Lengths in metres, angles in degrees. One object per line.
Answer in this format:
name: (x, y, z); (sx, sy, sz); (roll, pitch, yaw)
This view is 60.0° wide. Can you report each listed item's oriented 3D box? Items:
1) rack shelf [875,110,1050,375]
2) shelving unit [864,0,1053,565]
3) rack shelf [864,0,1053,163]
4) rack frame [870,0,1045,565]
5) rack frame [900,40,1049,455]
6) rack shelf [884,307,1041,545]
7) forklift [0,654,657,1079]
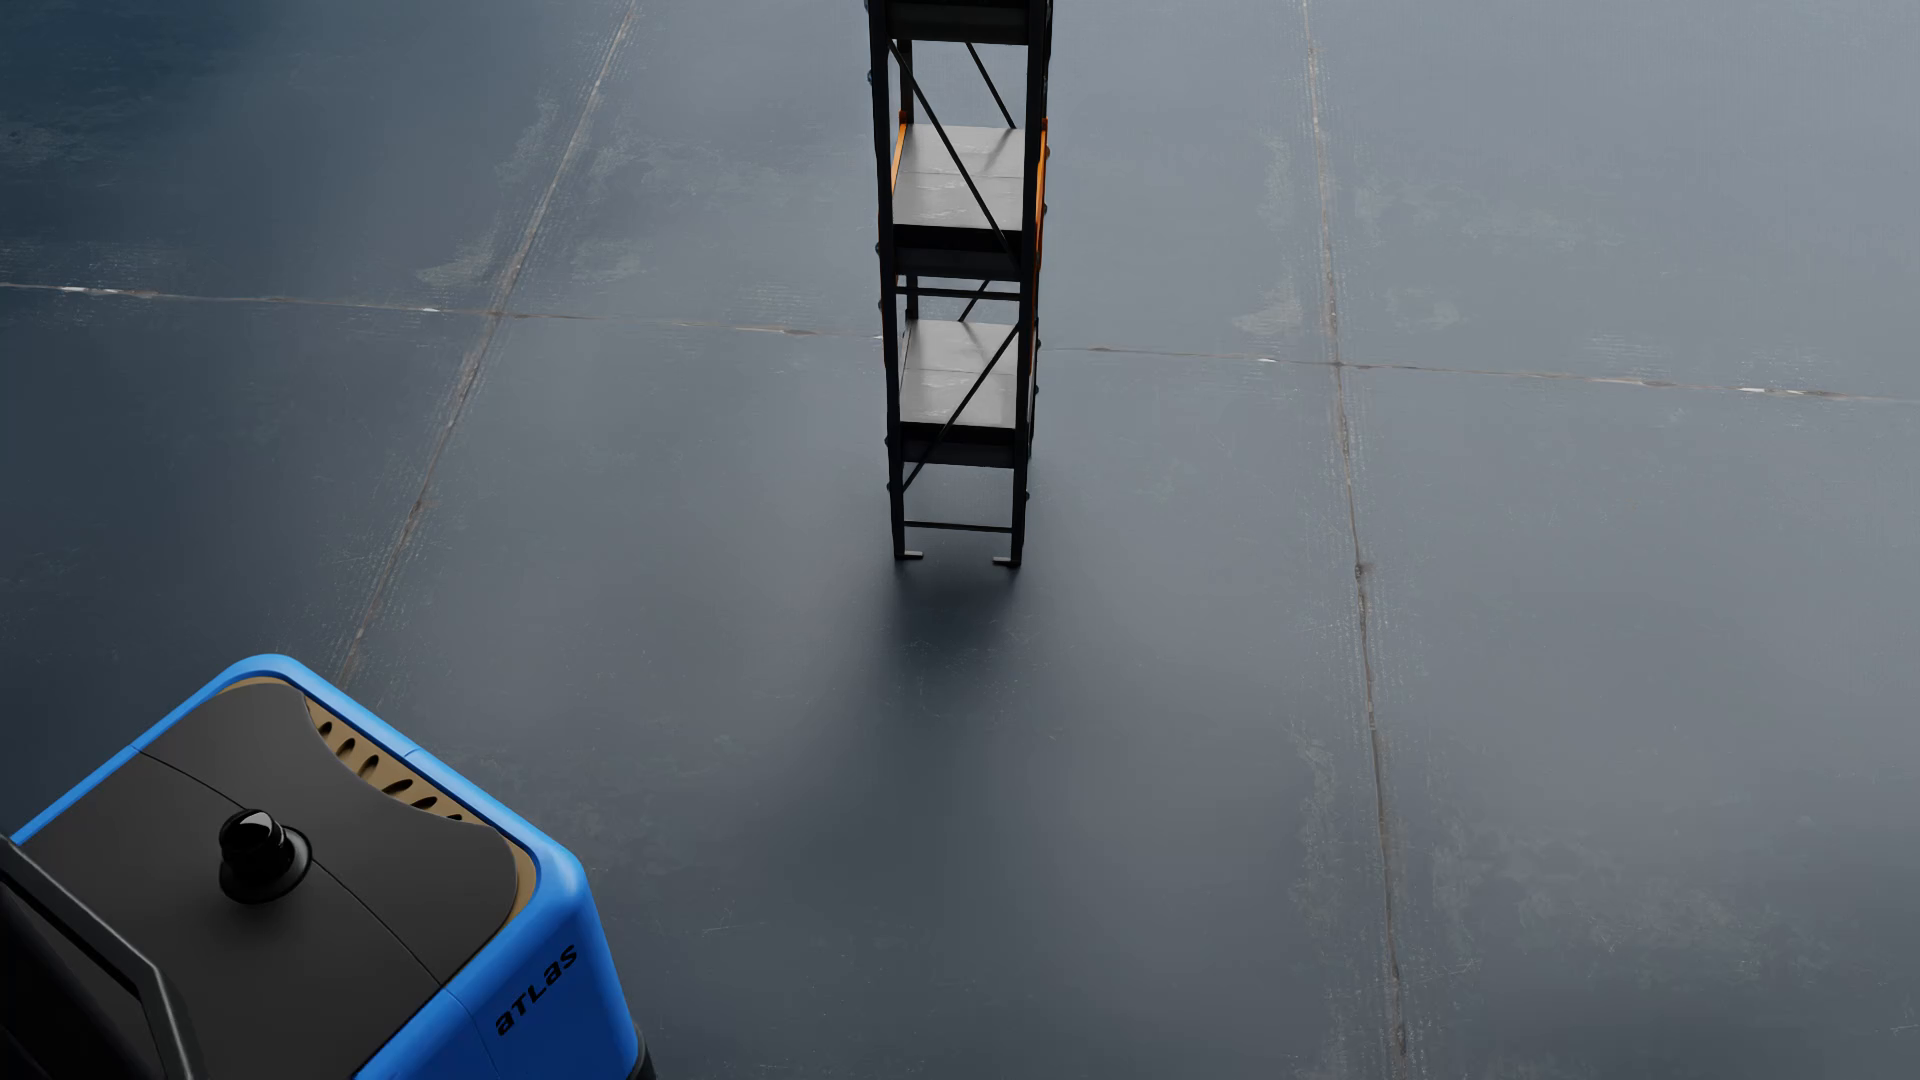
rack shelf: (0.015, -0.821, 4.597); (0.431, 0.518, 0.480); (4, 48, 4)
shelving unit: (0.015, -0.830, 4.586); (0.431, 2.100, 0.503); (4, 48, 4)
rack shelf: (0.015, -1.294, 4.080); (0.431, 0.518, 0.480); (4, 48, 4)
rack frame: (-0.007, -0.651, 4.422); (0.400, 2.100, 0.015); (4, 48, 4)
rack frame: (0.037, -1.010, 4.750); (0.400, 2.100, 0.015); (4, 48, 4)
rack shelf: (0.015, -0.349, 5.113); (0.431, 0.518, 0.480); (4, 48, 4)
forklift: (-1.980, 1.048, 2.305); (1.130, 2.935, 3.031); (28, 53, 23)
